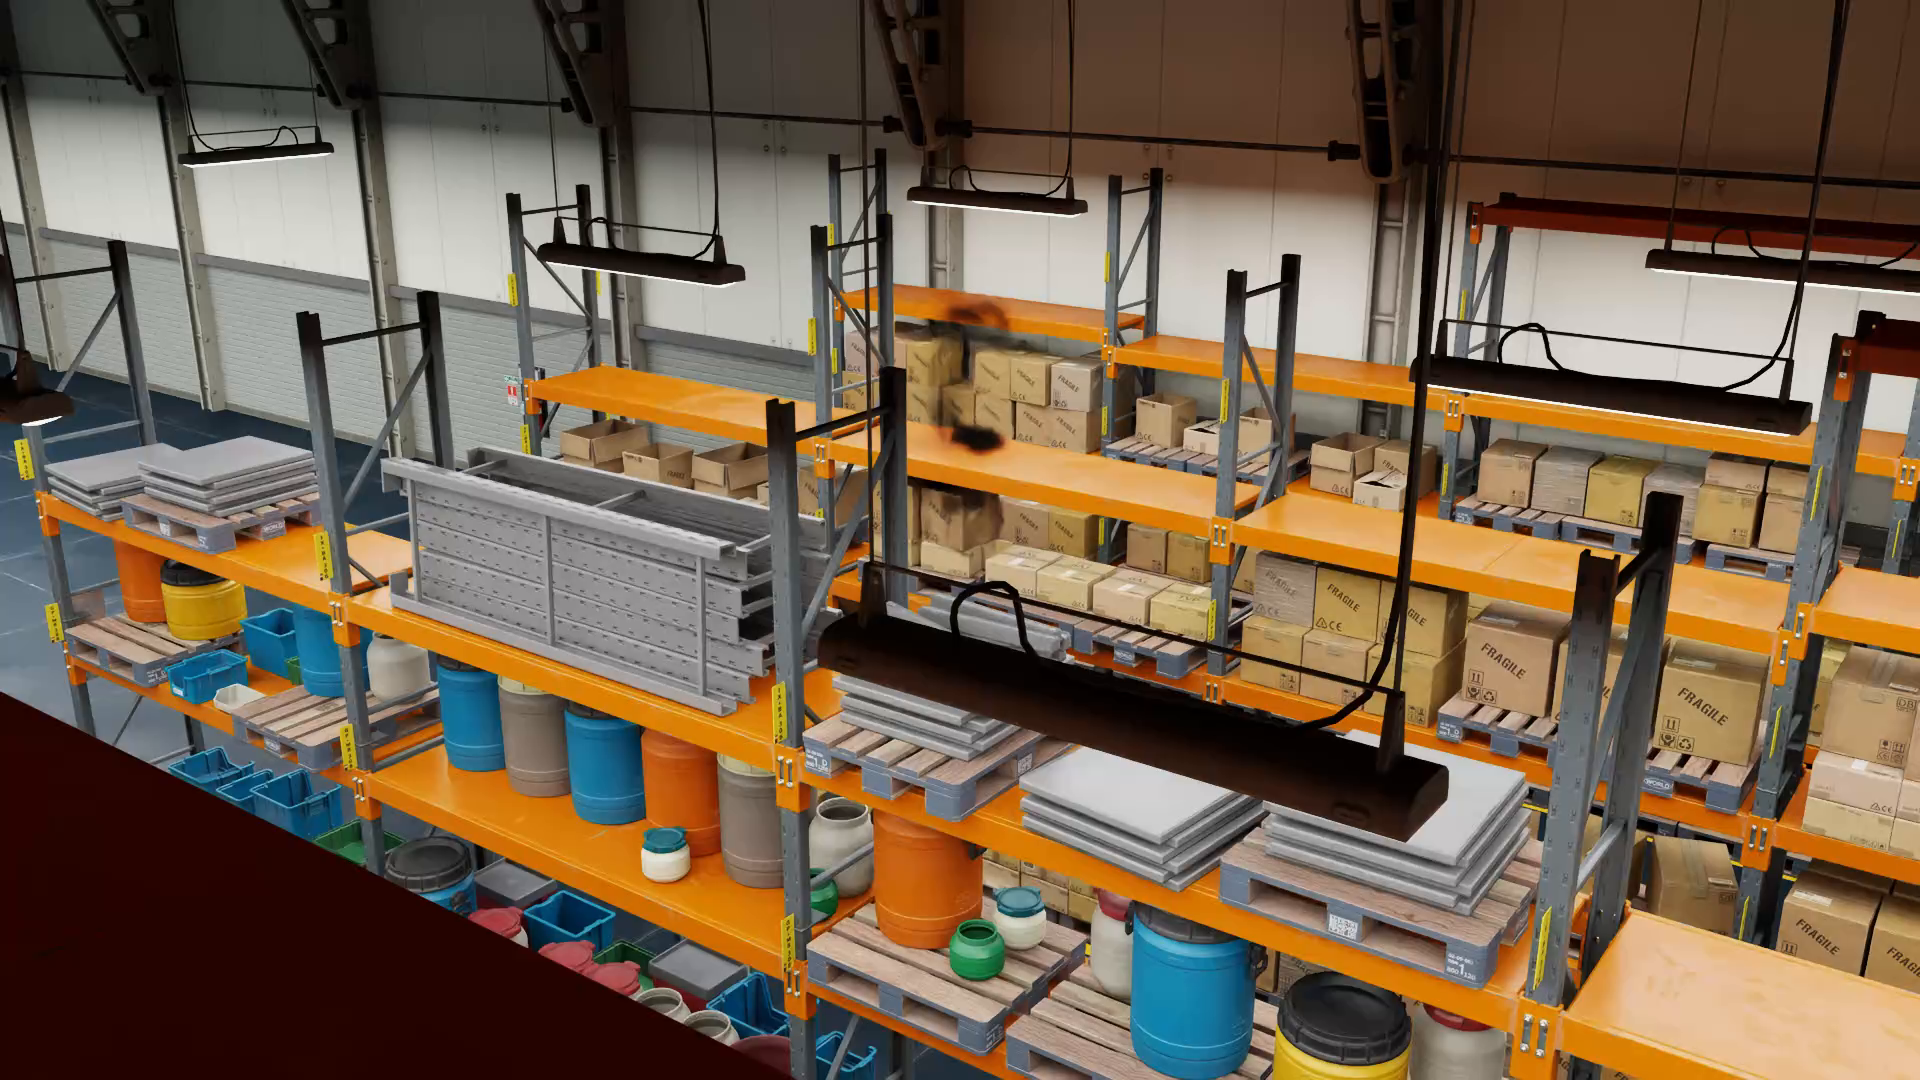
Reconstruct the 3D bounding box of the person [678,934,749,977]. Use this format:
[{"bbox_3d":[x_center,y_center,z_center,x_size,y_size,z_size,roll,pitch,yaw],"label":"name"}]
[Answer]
[{"bbox_3d":[-1.897,3.317,12.823,0.937,1.556,0.640,14,23,35],"label":"person"}]
